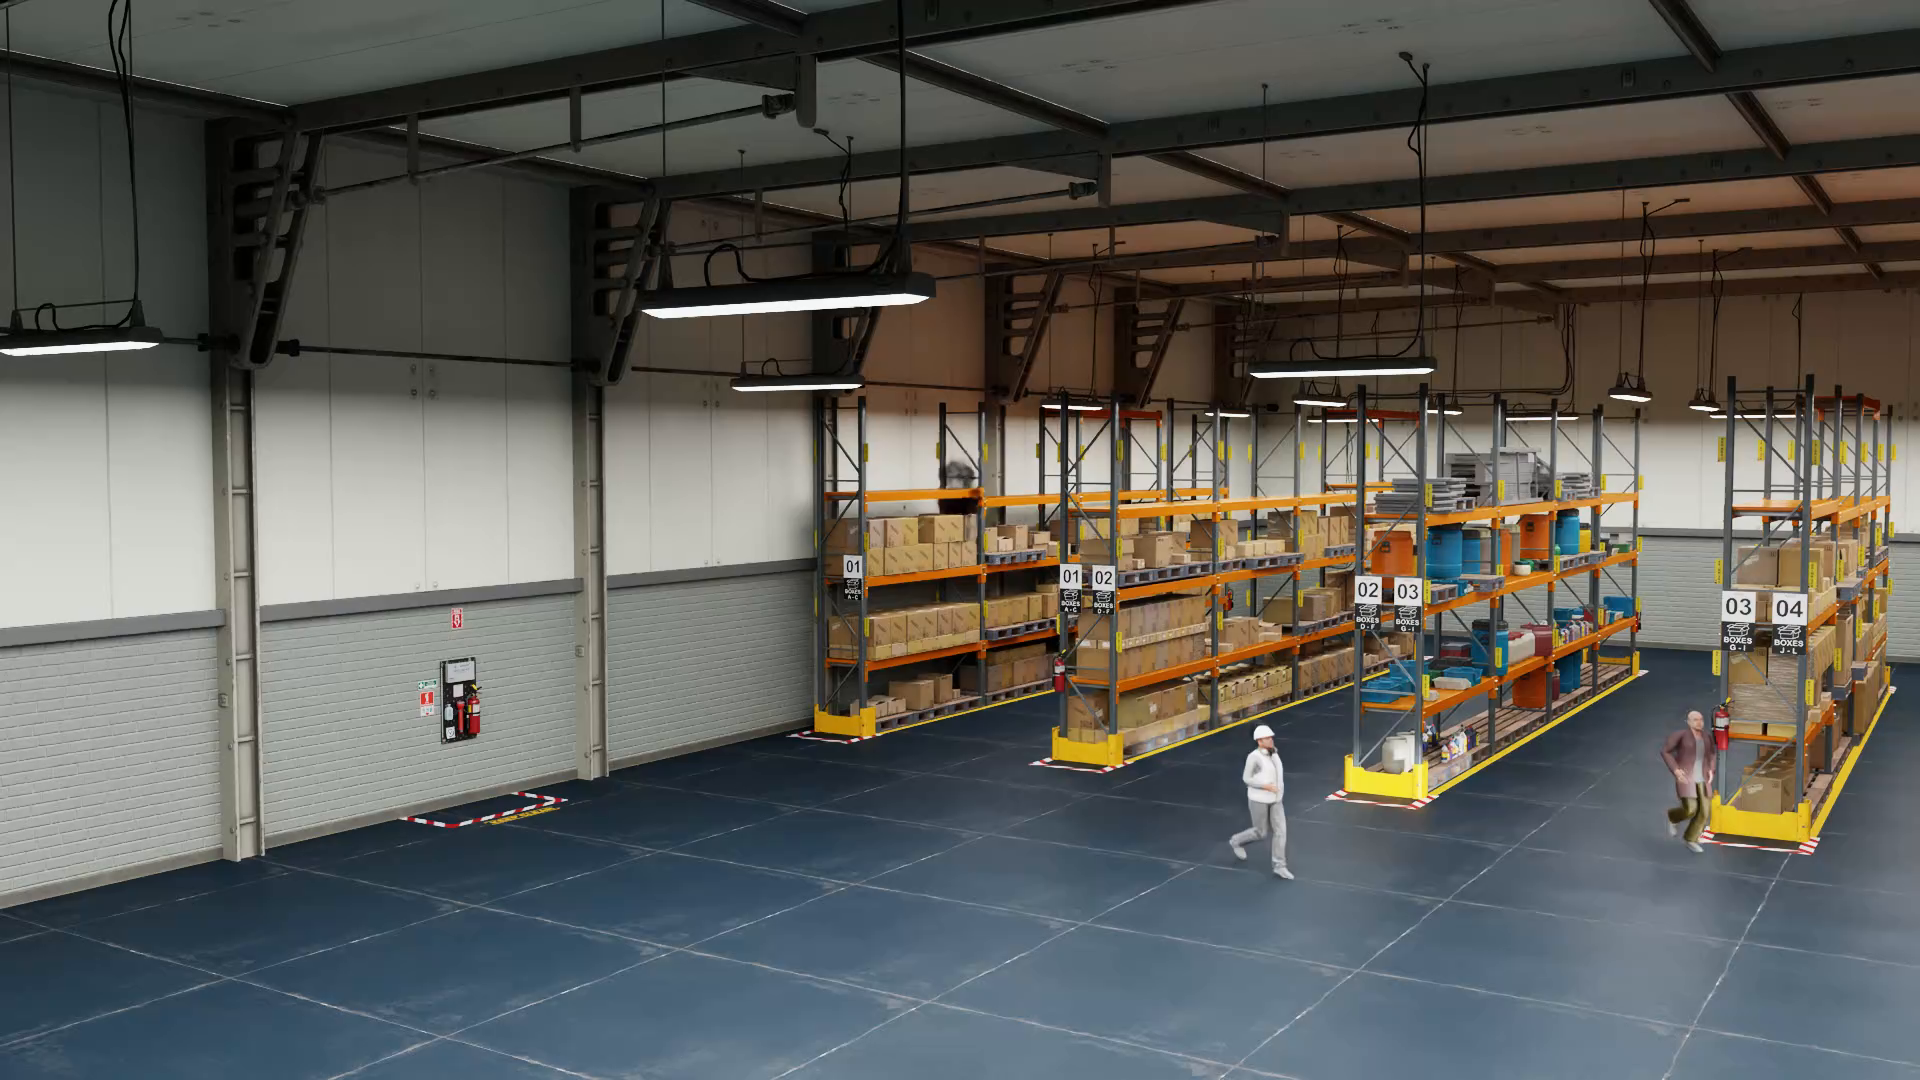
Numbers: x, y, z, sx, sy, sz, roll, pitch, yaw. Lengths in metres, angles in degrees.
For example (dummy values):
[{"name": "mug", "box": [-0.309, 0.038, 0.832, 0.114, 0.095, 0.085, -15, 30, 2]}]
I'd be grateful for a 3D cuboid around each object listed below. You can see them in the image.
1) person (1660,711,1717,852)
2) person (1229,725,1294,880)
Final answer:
[{"name": "person", "box": [9.255, 3.038, 21.106, 0.731, 1.765, 0.641, 0, 3, -7]}, {"name": "person", "box": [3.620, 3.045, 19.754, 0.661, 1.694, 0.886, -2, 4, -37]}]
